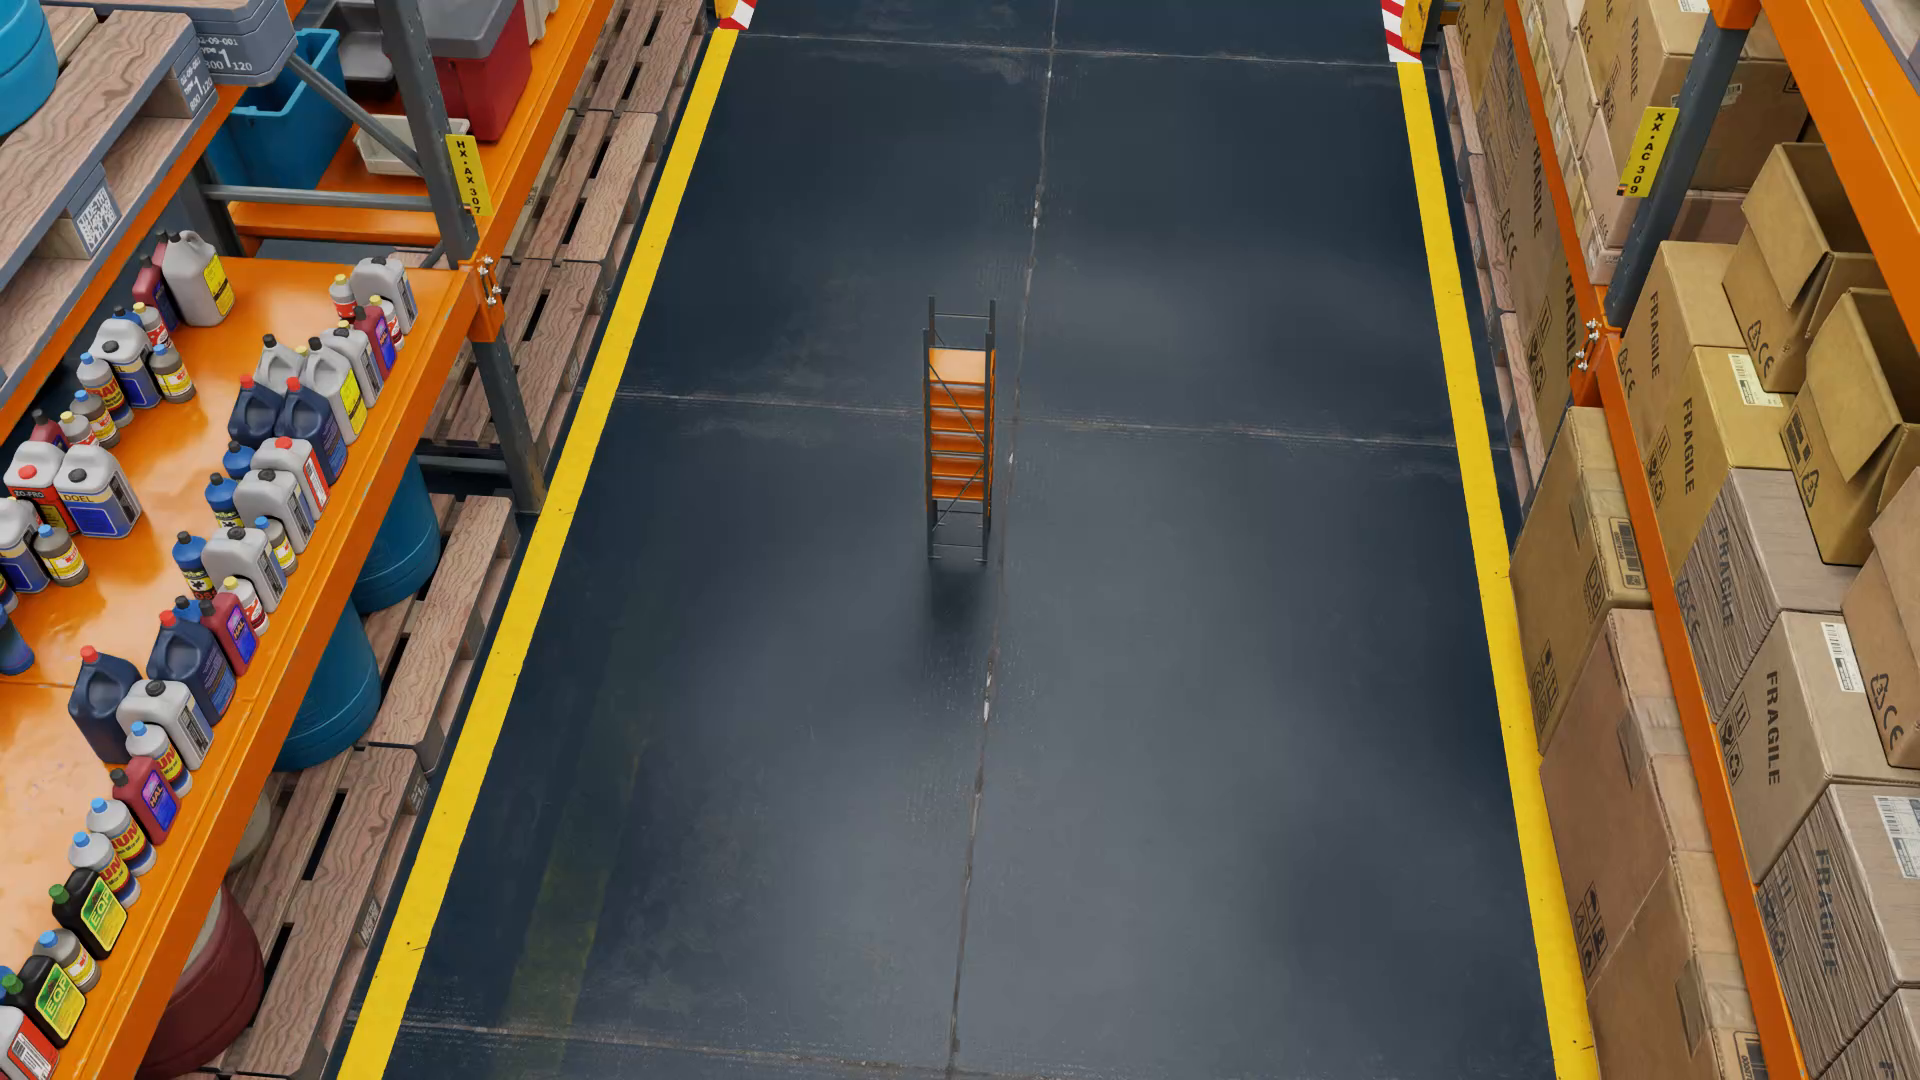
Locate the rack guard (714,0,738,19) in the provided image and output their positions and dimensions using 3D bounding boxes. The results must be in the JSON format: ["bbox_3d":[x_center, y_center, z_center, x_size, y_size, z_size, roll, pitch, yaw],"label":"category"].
[{"bbox_3d":[-1.872,-3.306,9.461,1.175,0.500,0.348,4,48,4],"label":"rack guard"}]

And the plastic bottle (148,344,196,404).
[{"bbox_3d":[-2.555,-0.546,5.378,0.097,0.201,0.097,0,48,0],"label":"plastic bottle"}]

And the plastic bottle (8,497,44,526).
[{"bbox_3d":[-2.770,-0.046,4.920,0.097,0.201,0.097,0,48,0],"label":"plastic bottle"}]

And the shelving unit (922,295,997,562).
[{"bbox_3d":[-0.001,-0.394,6.323,0.258,1.200,0.189,4,48,4],"label":"shelving unit"}]

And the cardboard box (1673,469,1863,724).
[{"bbox_3d":[2.324,0.166,4.523,0.500,0.500,0.500,3,48,3],"label":"cardboard box"}]

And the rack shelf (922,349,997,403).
[{"bbox_3d":[-0.001,-0.607,6.091,0.258,0.103,0.180,4,48,4],"label":"rack shelf"}]

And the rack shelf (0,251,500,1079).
[{"bbox_3d":[-2.408,0.521,4.754,1.077,0.370,4.000,4,48,4],"label":"rack shelf"}]

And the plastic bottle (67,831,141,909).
[{"bbox_3d":[-2.116,0.804,4.095,0.097,0.271,0.097,0,48,0],"label":"plastic bottle"}]

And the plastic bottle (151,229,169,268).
[{"bbox_3d":[-2.684,-0.911,5.656,0.061,0.283,0.133,4,48,4],"label":"plastic bottle"}]

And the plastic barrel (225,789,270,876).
[{"bbox_3d":[-2.498,0.834,5.382,0.421,0.512,0.421,0,48,0],"label":"plastic barrel"}]

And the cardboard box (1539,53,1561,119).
[{"bbox_3d":[2.501,-1.776,6.538,0.380,0.149,0.250,5,48,4],"label":"cardboard box"}]

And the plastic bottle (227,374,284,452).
[{"bbox_3d":[-2.144,-0.351,5.098,0.144,0.351,0.185,4,48,4],"label":"plastic bottle"}]

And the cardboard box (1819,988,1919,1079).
[{"bbox_3d":[2.191,1.302,3.485,0.500,0.500,0.500,3,48,3],"label":"cardboard box"}]

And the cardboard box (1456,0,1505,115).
[{"bbox_3d":[3.092,-2.747,8.411,0.875,0.875,0.875,4,48,4],"label":"cardboard box"}]

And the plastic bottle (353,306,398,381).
[{"bbox_3d":[-1.916,-0.668,5.433,0.061,0.283,0.133,4,48,4],"label":"plastic bottle"}]

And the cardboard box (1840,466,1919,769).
[{"bbox_3d":[2.541,0.200,3.812,0.797,0.503,0.637,5,48,5],"label":"cardboard box"}]

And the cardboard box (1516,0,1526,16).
[{"bbox_3d":[2.571,-2.344,7.057,0.380,0.149,0.250,3,48,3],"label":"cardboard box"}]

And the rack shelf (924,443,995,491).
[{"bbox_3d":[-0.001,-0.283,6.445,0.258,0.103,0.180,4,48,4],"label":"rack shelf"}]

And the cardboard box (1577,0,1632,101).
[{"bbox_3d":[2.532,-1.885,5.859,0.500,0.500,0.500,4,48,4],"label":"cardboard box"}]

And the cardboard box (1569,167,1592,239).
[{"bbox_3d":[2.431,-1.209,6.020,0.380,0.149,0.250,5,48,4],"label":"cardboard box"}]

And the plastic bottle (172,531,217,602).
[{"bbox_3d":[-2.179,0.077,4.760,0.097,0.271,0.097,0,48,0],"label":"plastic bottle"}]

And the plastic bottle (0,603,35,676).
[{"bbox_3d":[-2.665,0.253,4.599,0.097,0.271,0.097,0,48,0],"label":"plastic bottle"}]

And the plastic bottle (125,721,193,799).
[{"bbox_3d":[-2.086,0.563,4.315,0.097,0.271,0.097,0,48,0],"label":"plastic bottle"}]

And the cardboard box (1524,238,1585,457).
[{"bbox_3d":[2.846,-0.763,6.596,0.875,0.875,0.875,4,48,4],"label":"cardboard box"}]

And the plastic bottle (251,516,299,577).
[{"bbox_3d":[-2.015,0.012,4.867,0.097,0.201,0.097,0,48,0],"label":"plastic bottle"}]

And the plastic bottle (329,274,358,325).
[{"bbox_3d":[-2.066,-0.808,5.617,0.097,0.201,0.097,0,48,0],"label":"plastic bottle"}]

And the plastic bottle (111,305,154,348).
[{"bbox_3d":[-2.698,-0.652,5.427,0.097,0.271,0.097,0,48,0],"label":"plastic bottle"}]

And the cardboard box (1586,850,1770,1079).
[{"bbox_3d":[2.514,1.496,4.530,1.225,0.875,0.875,4,48,4],"label":"cardboard box"}]

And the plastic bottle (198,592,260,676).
[{"bbox_3d":[-2.028,0.241,4.602,0.061,0.283,0.133,4,48,4],"label":"plastic bottle"}]

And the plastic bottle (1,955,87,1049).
[{"bbox_3d":[-2.130,1.056,3.857,0.061,0.283,0.133,4,48,4],"label":"plastic bottle"}]

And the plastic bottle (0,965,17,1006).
[{"bbox_3d":[-2.210,1.068,3.854,0.097,0.271,0.097,0,48,0],"label":"plastic bottle"}]

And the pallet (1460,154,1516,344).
[{"bbox_3d":[2.962,-1.370,7.886,1.003,0.211,1.213,4,48,4],"label":"pallet"}]

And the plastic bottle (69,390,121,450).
[{"bbox_3d":[-2.728,-0.386,5.231,0.097,0.201,0.097,0,48,0],"label":"plastic bottle"}]

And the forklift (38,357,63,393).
[{"bbox_3d":[-4.999,-0.877,5.591,1.130,2.935,3.031,16,49,14],"label":"forklift"}]

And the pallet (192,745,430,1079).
[{"bbox_3d":[-2.447,1.213,5.524,1.003,0.211,1.213,4,48,4],"label":"pallet"}]

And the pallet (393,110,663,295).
[{"bbox_3d":[-2.089,-1.692,8.181,1.003,0.211,1.213,4,48,4],"label":"pallet"}]

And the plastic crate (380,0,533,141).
[{"bbox_3d":[-1.895,-1.873,6.372,0.402,0.464,0.583,4,48,4],"label":"plastic crate"}]

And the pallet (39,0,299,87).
[{"bbox_3d":[-2.200,-1.558,4.263,1.213,0.211,1.003,4,48,4],"label":"pallet"}]

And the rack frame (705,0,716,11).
[{"bbox_3d":[-1.862,-4.131,8.521,1.000,3.000,0.127,4,48,4],"label":"rack frame"}]

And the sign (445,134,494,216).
[{"bbox_3d":[-1.678,-1.247,5.696,0.100,0.325,0.005,4,48,4],"label":"sign"}]

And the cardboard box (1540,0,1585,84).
[{"bbox_3d":[2.576,-2.006,6.478,0.500,0.250,0.500,5,48,4],"label":"cardboard box"}]

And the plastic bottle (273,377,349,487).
[{"bbox_3d":[-2.001,-0.342,5.089,0.144,0.351,0.185,4,48,4],"label":"plastic bottle"}]

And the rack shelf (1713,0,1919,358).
[{"bbox_3d":[2.524,-0.158,3.343,1.077,0.370,4.000,4,48,4],"label":"rack shelf"}]
